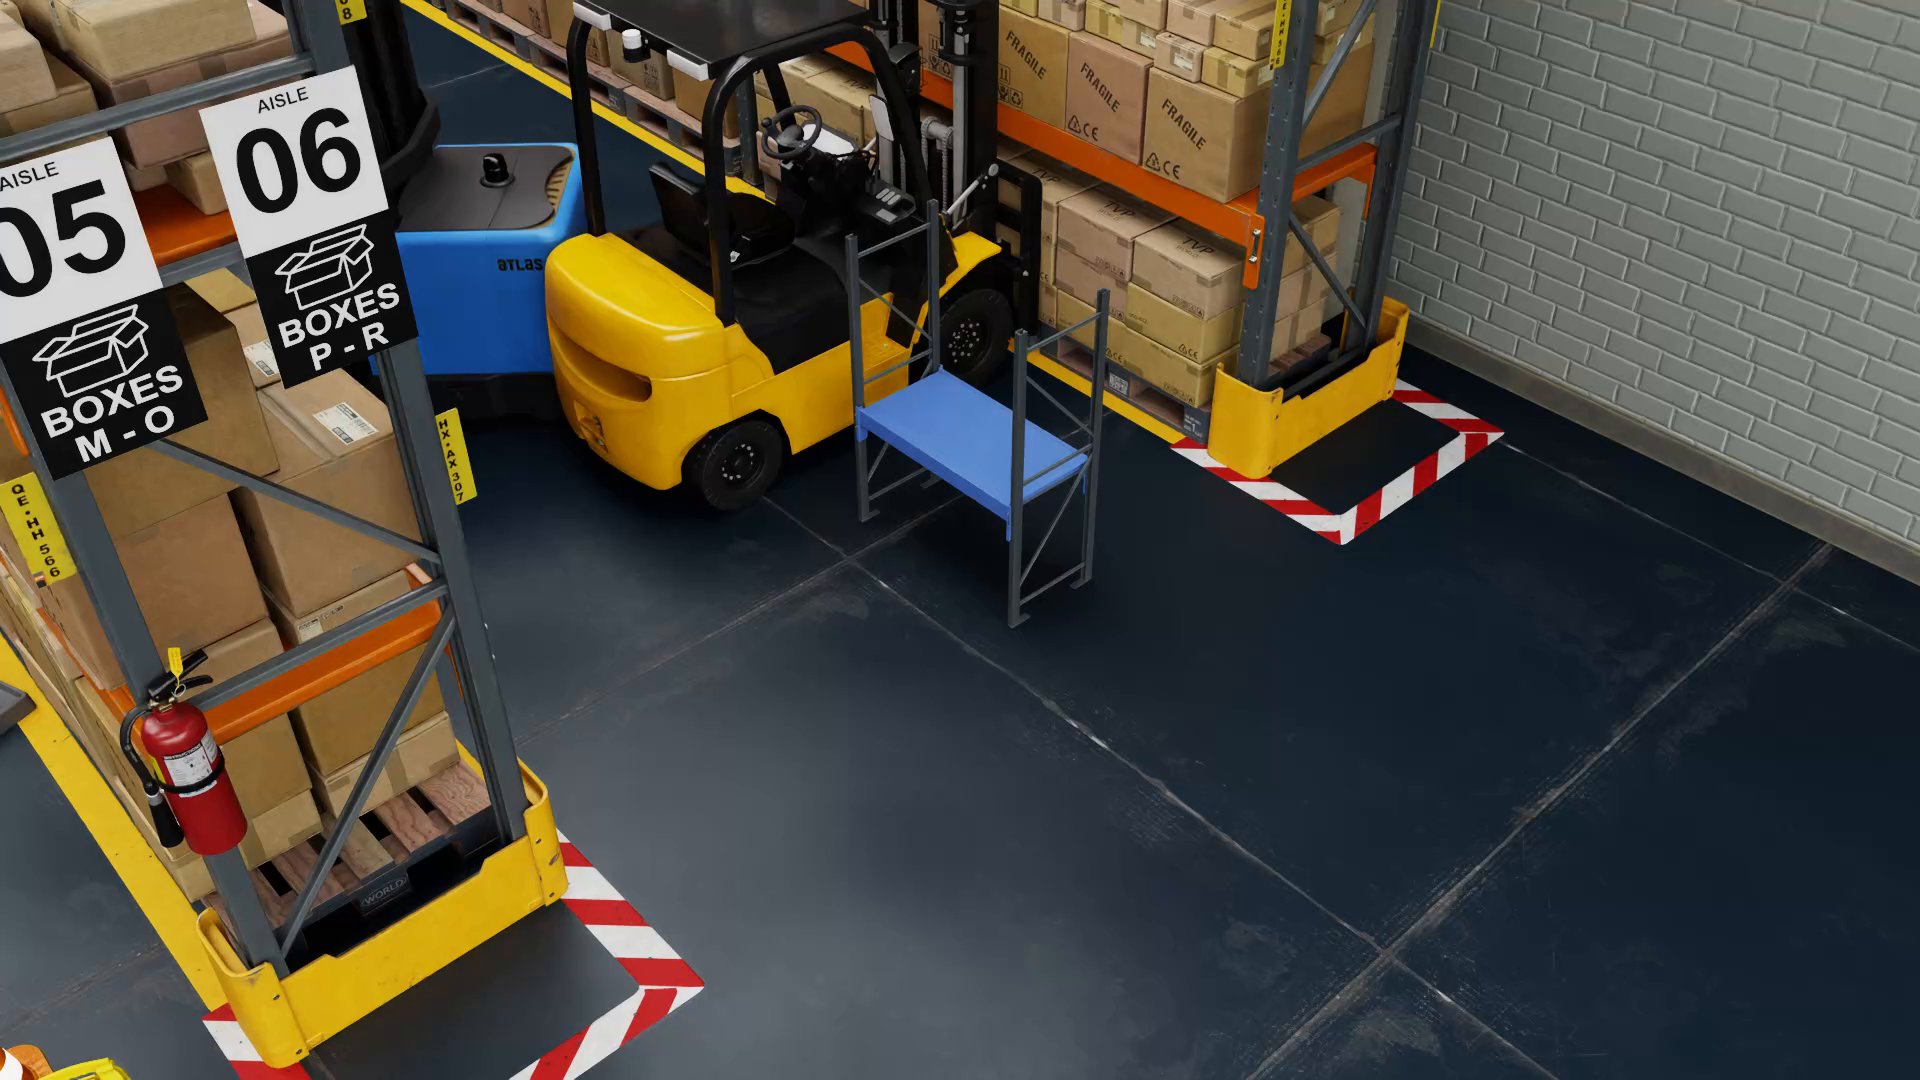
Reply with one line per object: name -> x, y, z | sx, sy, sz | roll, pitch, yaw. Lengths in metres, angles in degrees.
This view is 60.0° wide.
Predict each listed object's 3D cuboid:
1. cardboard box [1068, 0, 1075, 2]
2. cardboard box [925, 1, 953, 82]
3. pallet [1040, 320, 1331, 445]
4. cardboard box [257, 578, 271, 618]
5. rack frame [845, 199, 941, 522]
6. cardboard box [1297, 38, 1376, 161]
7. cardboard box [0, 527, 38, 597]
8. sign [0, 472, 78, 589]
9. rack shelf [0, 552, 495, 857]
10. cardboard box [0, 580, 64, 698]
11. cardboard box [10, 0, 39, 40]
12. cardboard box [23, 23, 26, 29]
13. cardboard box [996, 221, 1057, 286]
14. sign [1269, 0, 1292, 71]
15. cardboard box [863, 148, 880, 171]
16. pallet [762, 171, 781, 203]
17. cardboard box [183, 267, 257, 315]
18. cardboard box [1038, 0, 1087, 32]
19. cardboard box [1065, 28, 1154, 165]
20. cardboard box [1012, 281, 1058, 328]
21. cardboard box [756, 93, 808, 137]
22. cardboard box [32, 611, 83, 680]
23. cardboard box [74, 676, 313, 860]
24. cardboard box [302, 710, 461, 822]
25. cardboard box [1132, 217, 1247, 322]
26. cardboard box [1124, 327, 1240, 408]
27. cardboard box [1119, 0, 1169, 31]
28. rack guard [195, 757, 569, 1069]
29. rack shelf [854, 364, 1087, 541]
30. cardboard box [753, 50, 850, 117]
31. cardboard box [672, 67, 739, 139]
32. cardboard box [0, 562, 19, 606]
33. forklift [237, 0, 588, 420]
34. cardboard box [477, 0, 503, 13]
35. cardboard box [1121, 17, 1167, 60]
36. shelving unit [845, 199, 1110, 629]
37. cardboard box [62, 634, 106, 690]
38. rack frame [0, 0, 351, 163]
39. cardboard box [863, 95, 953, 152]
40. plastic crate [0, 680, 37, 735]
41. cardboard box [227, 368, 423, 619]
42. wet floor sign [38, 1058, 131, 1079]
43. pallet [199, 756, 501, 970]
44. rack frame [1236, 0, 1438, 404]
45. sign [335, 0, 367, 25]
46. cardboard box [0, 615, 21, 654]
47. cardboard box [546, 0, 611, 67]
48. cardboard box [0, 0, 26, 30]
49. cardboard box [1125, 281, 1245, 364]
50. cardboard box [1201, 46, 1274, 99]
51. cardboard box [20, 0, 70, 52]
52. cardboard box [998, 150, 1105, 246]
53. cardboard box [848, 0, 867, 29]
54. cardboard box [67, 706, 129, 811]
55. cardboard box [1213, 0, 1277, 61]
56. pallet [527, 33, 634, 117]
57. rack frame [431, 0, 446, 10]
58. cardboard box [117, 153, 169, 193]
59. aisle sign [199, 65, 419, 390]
cardboard box -> 0.579, -2.700, 7.873 | 0.380, 0.149, 0.250 | -29, 47, -31
cardboard box -> 0.169, -2.650, 8.564 | 0.500, 0.500, 0.500 | -30, 47, -31
pallet -> 1.187, -1.037, 8.866 | 1.003, 0.211, 1.213 | -30, 48, -32
cardboard box -> -2.178, 0.067, 5.480 | 0.380, 0.149, 0.250 | -29, 47, -31
rack frame -> -0.286, -0.779, 7.521 | 0.500, 1.500, 0.032 | -30, 48, -32
cardboard box -> 1.604, -2.172, 7.973 | 0.500, 0.500, 0.500 | -28, 47, -30
cardboard box -> -2.824, -0.197, 5.291 | 0.500, 0.500, 0.500 | -30, 48, -32
sign -> -2.341, -0.022, 4.216 | 0.100, 0.325, 0.005 | -30, 48, -32
rack shelf -> -3.272, -0.321, 6.332 | 1.077, 0.370, 4.000 | -30, 48, -32
cardboard box -> -3.345, 0.203, 6.368 | 0.500, 0.500, 0.500 | -31, 48, -33
cardboard box -> -2.396, -1.482, 4.693 | 0.500, 0.250, 0.500 | -31, 48, -32
cardboard box -> -2.793, -1.261, 4.419 | 0.500, 0.250, 0.500 | -31, 48, -32
cardboard box -> 0.479, -1.633, 8.841 | 0.500, 0.250, 0.500 | -31, 48, -33
sign -> 1.326, -2.104, 6.858 | 0.100, 0.325, 0.005 | -30, 48, -32
cardboard box -> -0.197, -2.100, 9.420 | 0.500, 0.250, 0.500 | -30, 48, -32
pallet -> -0.464, -2.167, 10.264 | 1.003, 0.211, 1.213 | -30, 48, -32
cardboard box -> -2.733, -0.640, 5.839 | 0.500, 0.500, 0.500 | -31, 48, -33
cardboard box -> 0.594, -2.593, 7.978 | 0.380, 0.149, 0.250 | -32, 49, -33
cardboard box -> 0.864, -2.185, 7.989 | 0.500, 0.500, 0.500 | -28, 47, -31
cardboard box -> 0.523, -1.432, 8.990 | 0.500, 0.250, 0.500 | -29, 47, -31
cardboard box -> -0.871, -2.570, 10.001 | 0.500, 0.250, 0.500 | -30, 48, -32
cardboard box -> -2.951, 0.286, 5.750 | 0.380, 0.149, 0.250 | -29, 47, -31
cardboard box -> -2.653, 0.680, 5.778 | 0.500, 0.500, 0.500 | -30, 47, -31
cardboard box -> -2.261, 0.741, 6.300 | 0.500, 0.250, 0.500 | -30, 48, -32
cardboard box -> 1.193, -1.349, 8.092 | 0.500, 0.250, 0.500 | -28, 47, -30
cardboard box -> 1.184, -0.963, 8.409 | 0.500, 0.250, 0.500 | -30, 47, -31
cardboard box -> 0.950, -2.480, 7.600 | 0.380, 0.149, 0.250 | -29, 47, -31
rack guard -> -1.970, 1.262, 5.789 | 1.175, 0.500, 0.348 | -30, 48, -32
rack shelf -> 0.058, -0.404, 7.343 | 0.538, 0.185, 1.000 | -30, 48, -32
cardboard box -> -0.875, -2.763, 9.842 | 0.500, 0.250, 0.500 | -31, 48, -32
cardboard box -> -1.332, -3.113, 10.773 | 0.875, 0.625, 0.625 | -28, 46, -30
cardboard box -> -3.295, 0.046, 6.047 | 0.380, 0.149, 0.250 | -28, 47, -30
forklift -> -3.391, -2.027, 7.926 | 3.031, 2.935, 1.130 | -1, 39, -2
cardboard box -> -3.264, -4.433, 12.408 | 0.875, 0.625, 0.625 | -28, 47, -30
cardboard box -> 0.969, -2.370, 7.702 | 0.380, 0.149, 0.250 | -29, 47, -31
shelving unit -> 0.058, -0.544, 7.230 | 0.538, 1.500, 1.048 | -30, 48, -32
cardboard box -> -2.583, 0.271, 5.228 | 0.380, 0.149, 0.250 | -31, 48, -32
rack frame -> -1.919, -2.009, 3.075 | 1.000, 3.000, 0.127 | -30, 48, -32
cardboard box -> -0.191, -2.296, 9.264 | 0.500, 0.250, 0.500 | -28, 47, -30
plastic crate -> -4.167, 0.685, 6.838 | 0.583, 0.080, 0.402 | 18, 42, 21
cardboard box -> -2.035, -0.167, 5.253 | 0.500, 0.500, 0.500 | -31, 48, -32
wet floor sign -> -2.579, 1.784, 5.028 | 0.267, 0.644, 0.232 | -15, 41, -17
pallet -> -2.494, 0.984, 6.364 | 1.003, 0.211, 1.213 | -30, 48, -32
rack frame -> 1.735, -1.786, 7.574 | 1.000, 3.000, 0.127 | -30, 48, -32
sign -> -1.520, -1.412, 4.029 | 0.100, 0.325, 0.005 | -30, 48, -32
cardboard box -> -3.694, 0.255, 6.901 | 0.500, 0.250, 0.500 | -31, 48, -32
cardboard box -> -2.361, -3.823, 11.652 | 0.875, 0.625, 0.625 | -32, 49, -33
cardboard box -> -2.511, -1.221, 4.053 | 0.380, 0.149, 0.250 | -29, 47, -31
cardboard box -> 1.175, -1.167, 8.263 | 0.500, 0.250, 0.500 | -31, 48, -32
cardboard box -> 1.294, -2.119, 7.390 | 0.380, 0.149, 0.250 | -29, 47, -31
cardboard box -> -2.191, -1.415, 4.293 | 0.380, 0.149, 0.250 | -30, 48, -32
cardboard box -> 0.495, -1.812, 8.665 | 0.500, 0.250, 0.500 | -29, 47, -31
cardboard box -> -0.498, -3.126, 9.153 | 0.500, 0.500, 0.500 | -29, 47, -31
cardboard box -> -3.008, 0.729, 6.315 | 0.500, 0.250, 0.500 | -30, 48, -32
cardboard box -> 1.337, -2.269, 7.340 | 0.380, 0.149, 0.250 | -30, 48, -32
pallet -> -2.327, -3.442, 11.843 | 1.003, 0.211, 1.213 | -30, 48, -32
rack frame -> -3.676, -5.488, 12.158 | 1.000, 3.000, 0.127 | -30, 48, -32
cardboard box -> -2.148, -1.119, 4.561 | 0.380, 0.149, 0.250 | -32, 48, -33
aisle sign -> -1.649, -0.789, 4.271 | 0.394, 0.787, 0.004 | -30, 48, -32
